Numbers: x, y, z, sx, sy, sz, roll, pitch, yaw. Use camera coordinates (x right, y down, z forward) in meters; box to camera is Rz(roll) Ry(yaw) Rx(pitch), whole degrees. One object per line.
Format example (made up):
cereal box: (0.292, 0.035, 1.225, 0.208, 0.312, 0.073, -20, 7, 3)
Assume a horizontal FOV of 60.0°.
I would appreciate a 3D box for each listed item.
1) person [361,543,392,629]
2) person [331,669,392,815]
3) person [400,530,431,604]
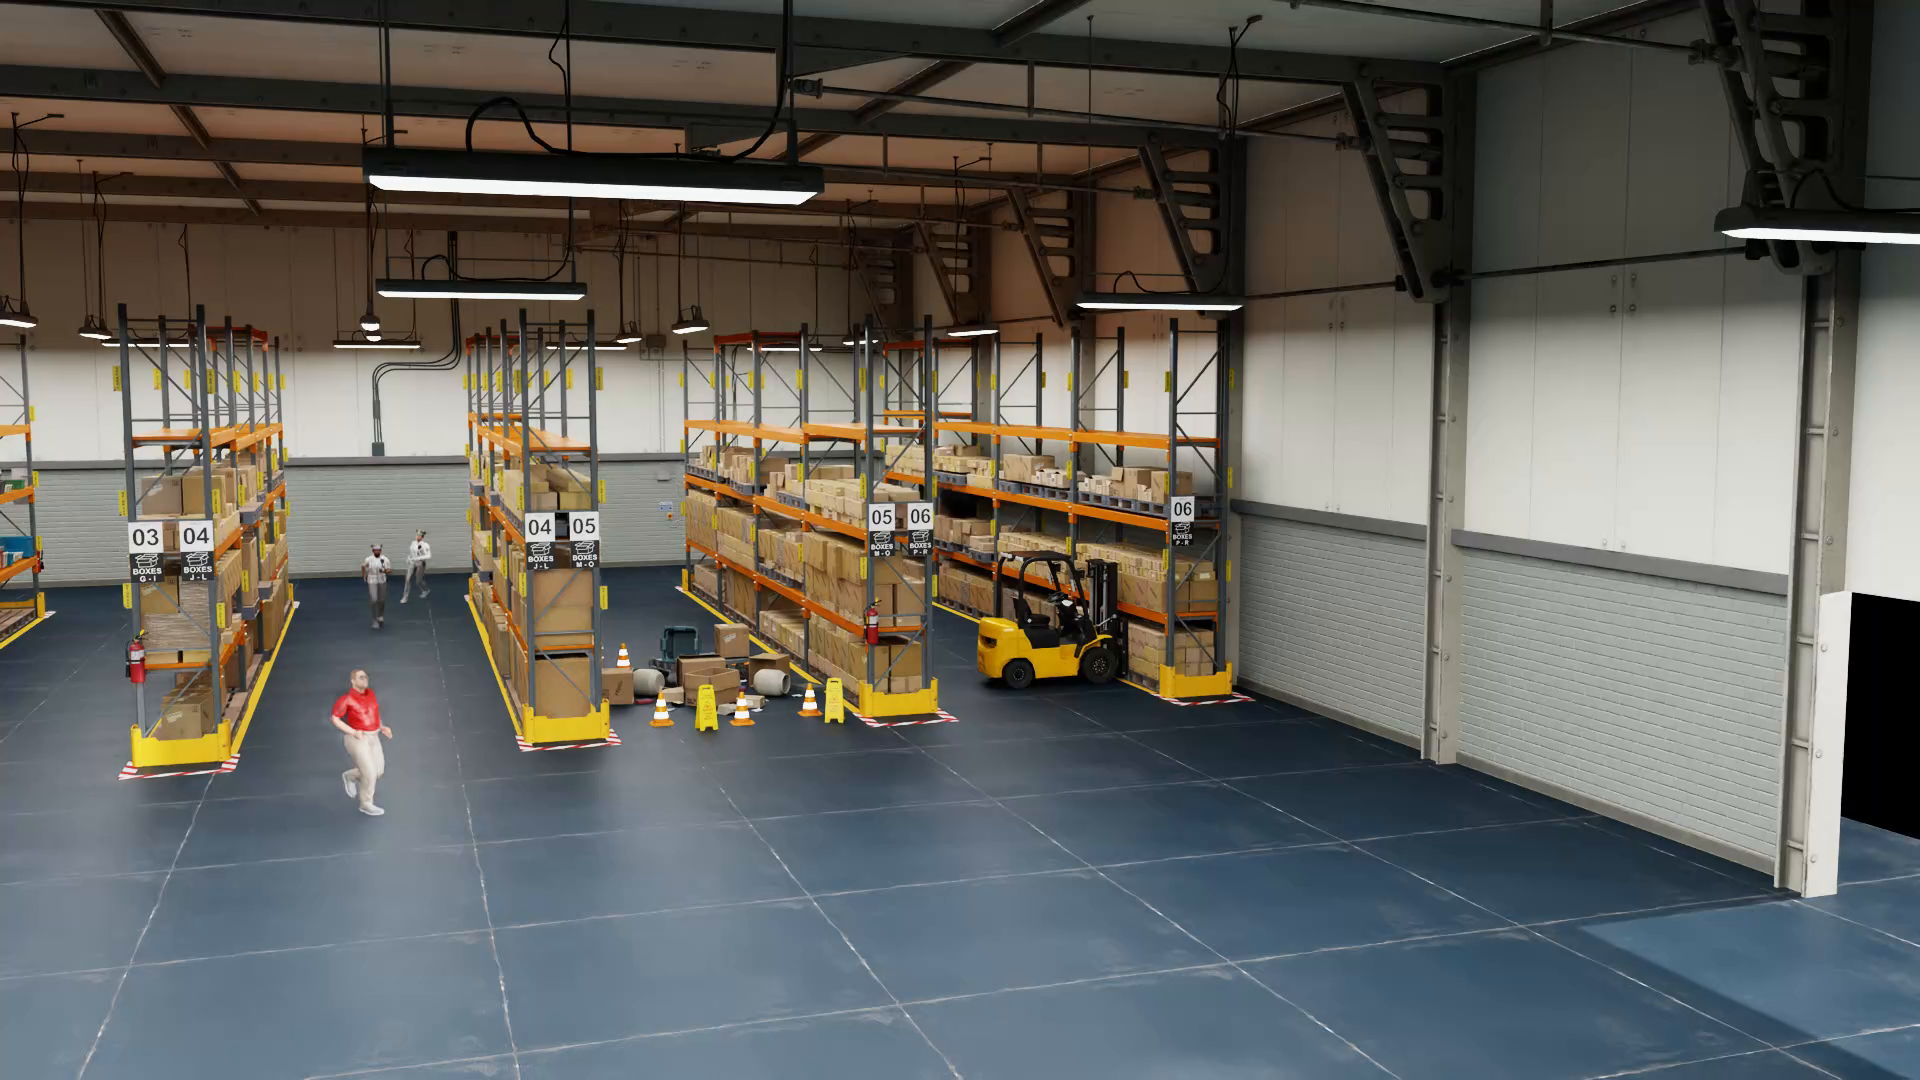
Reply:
person: (-11.959, 0.925, 34.113, 0.538, 1.755, 0.764, -3, 6, -26)
person: (-6.985, 2.343, 19.361, 0.603, 1.695, 0.663, 2, 6, 21)
person: (-12.295, 0.580, 37.795, 0.642, 1.659, 0.923, 2, 6, 16)
